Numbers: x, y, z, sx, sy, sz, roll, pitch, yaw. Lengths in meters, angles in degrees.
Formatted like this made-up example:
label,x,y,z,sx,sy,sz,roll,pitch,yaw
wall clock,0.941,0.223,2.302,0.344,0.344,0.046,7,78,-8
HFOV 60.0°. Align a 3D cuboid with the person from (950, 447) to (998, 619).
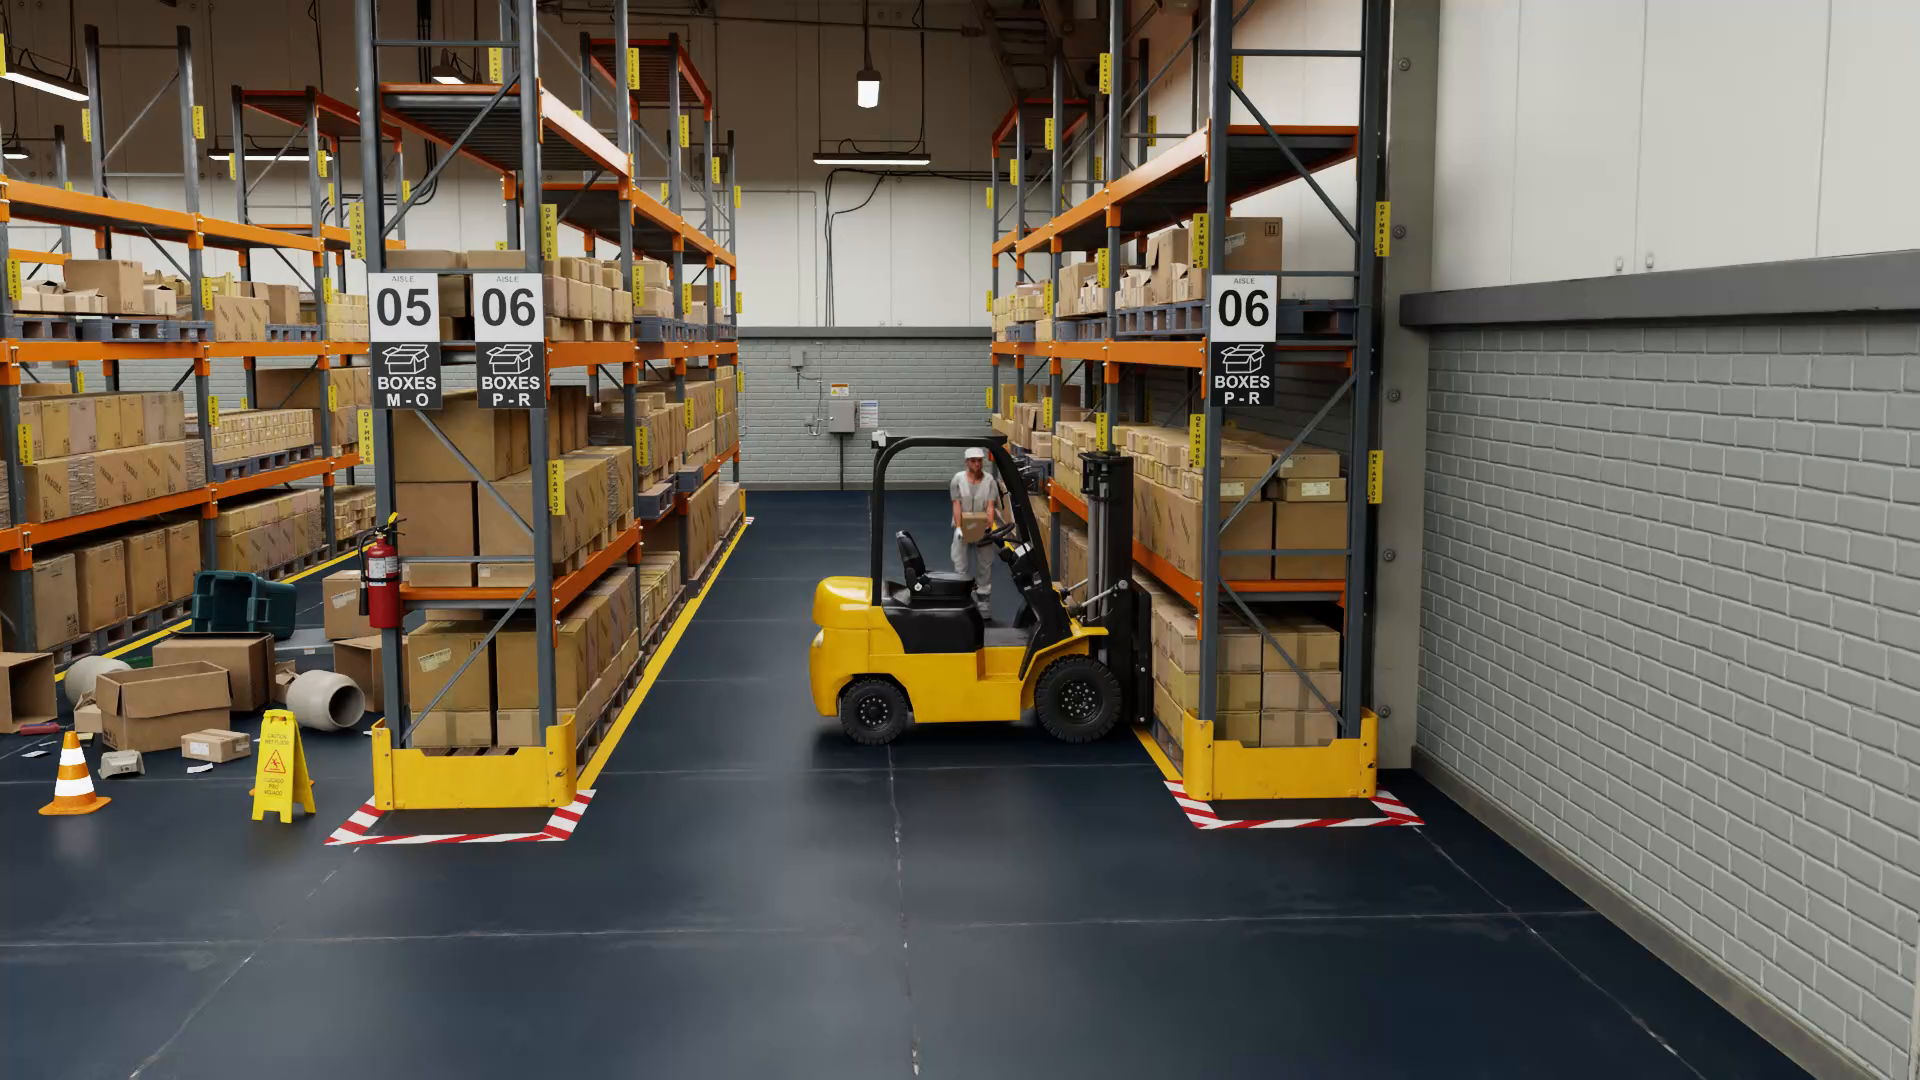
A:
label,x,y,z,sx,sy,sz,roll,pitch,yaw
person,0.143,-0.071,16.793,0.491,1.773,0.576,-1,7,-5
